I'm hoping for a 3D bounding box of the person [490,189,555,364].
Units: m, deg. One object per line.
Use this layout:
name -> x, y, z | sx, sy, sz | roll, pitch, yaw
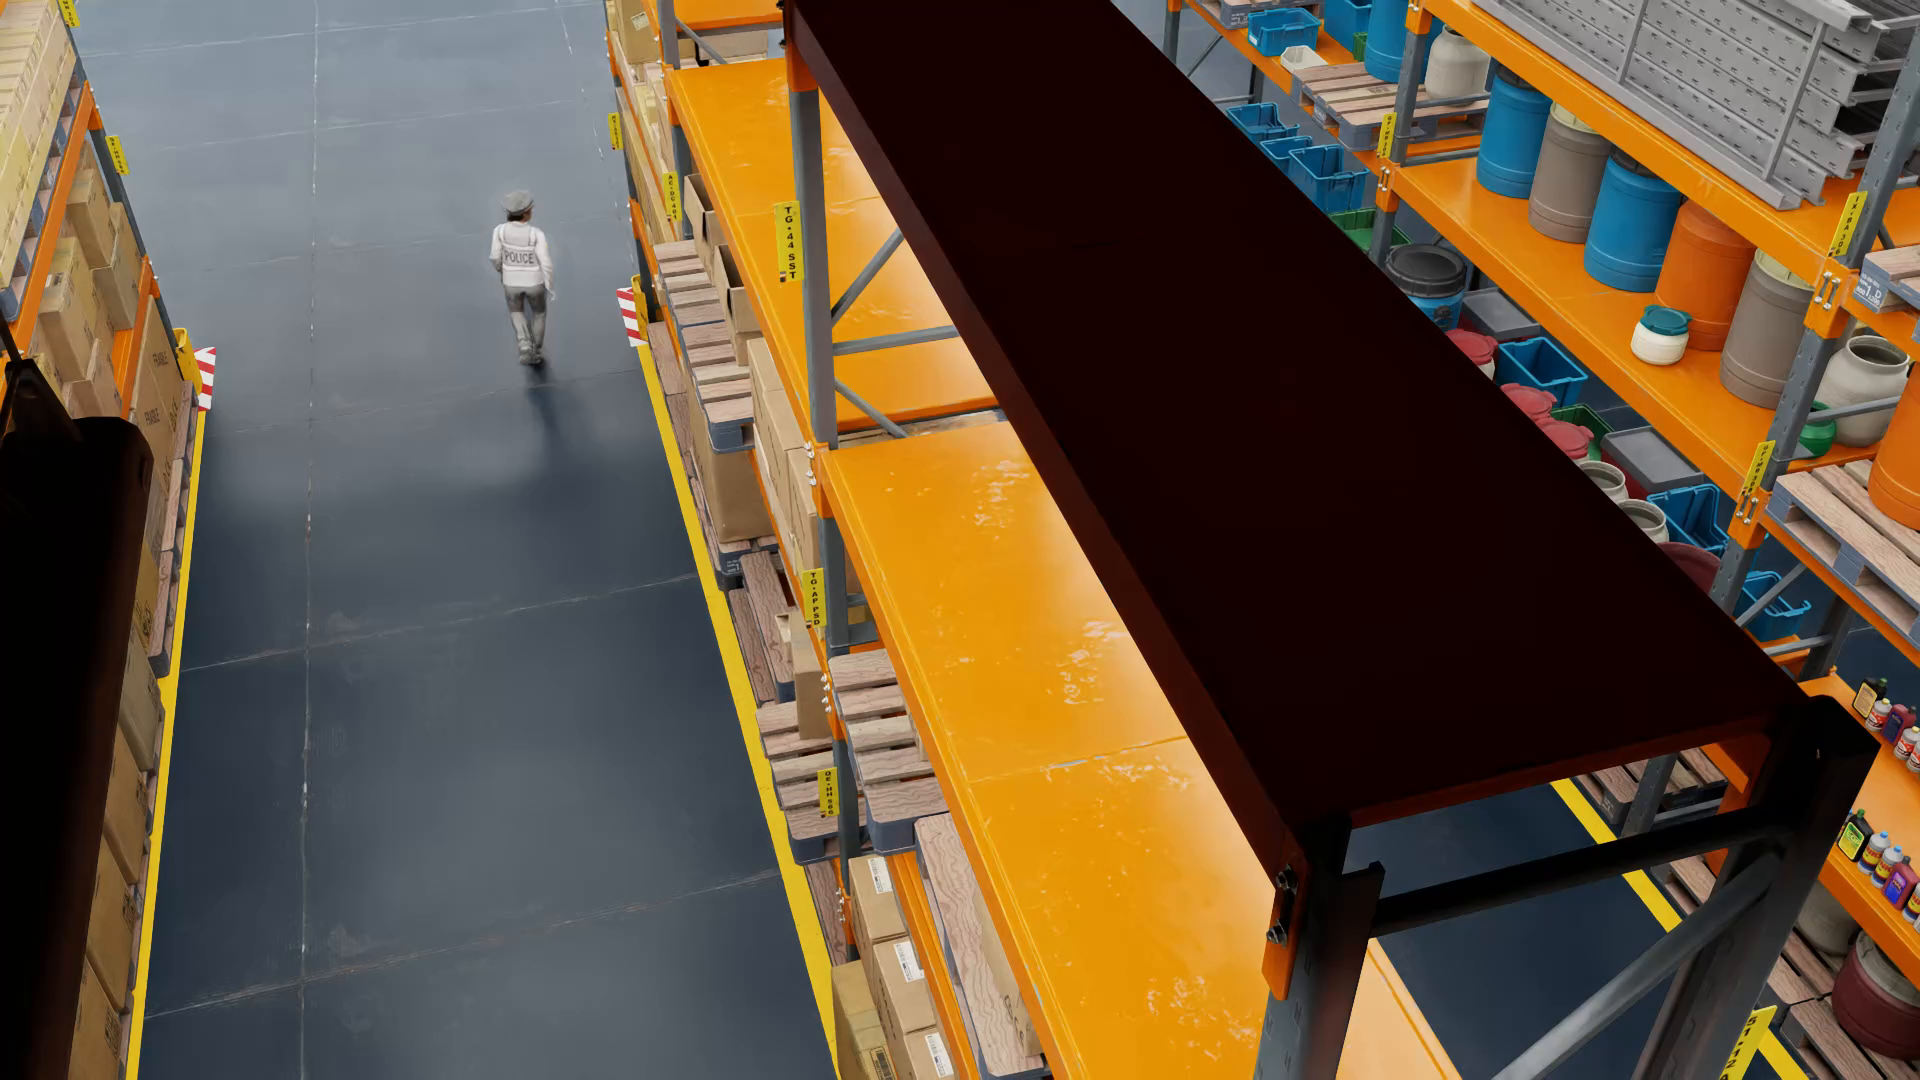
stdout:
person -> -3.725, -2.186, 14.276 | 0.549, 1.647, 0.558 | -2, 38, -2
